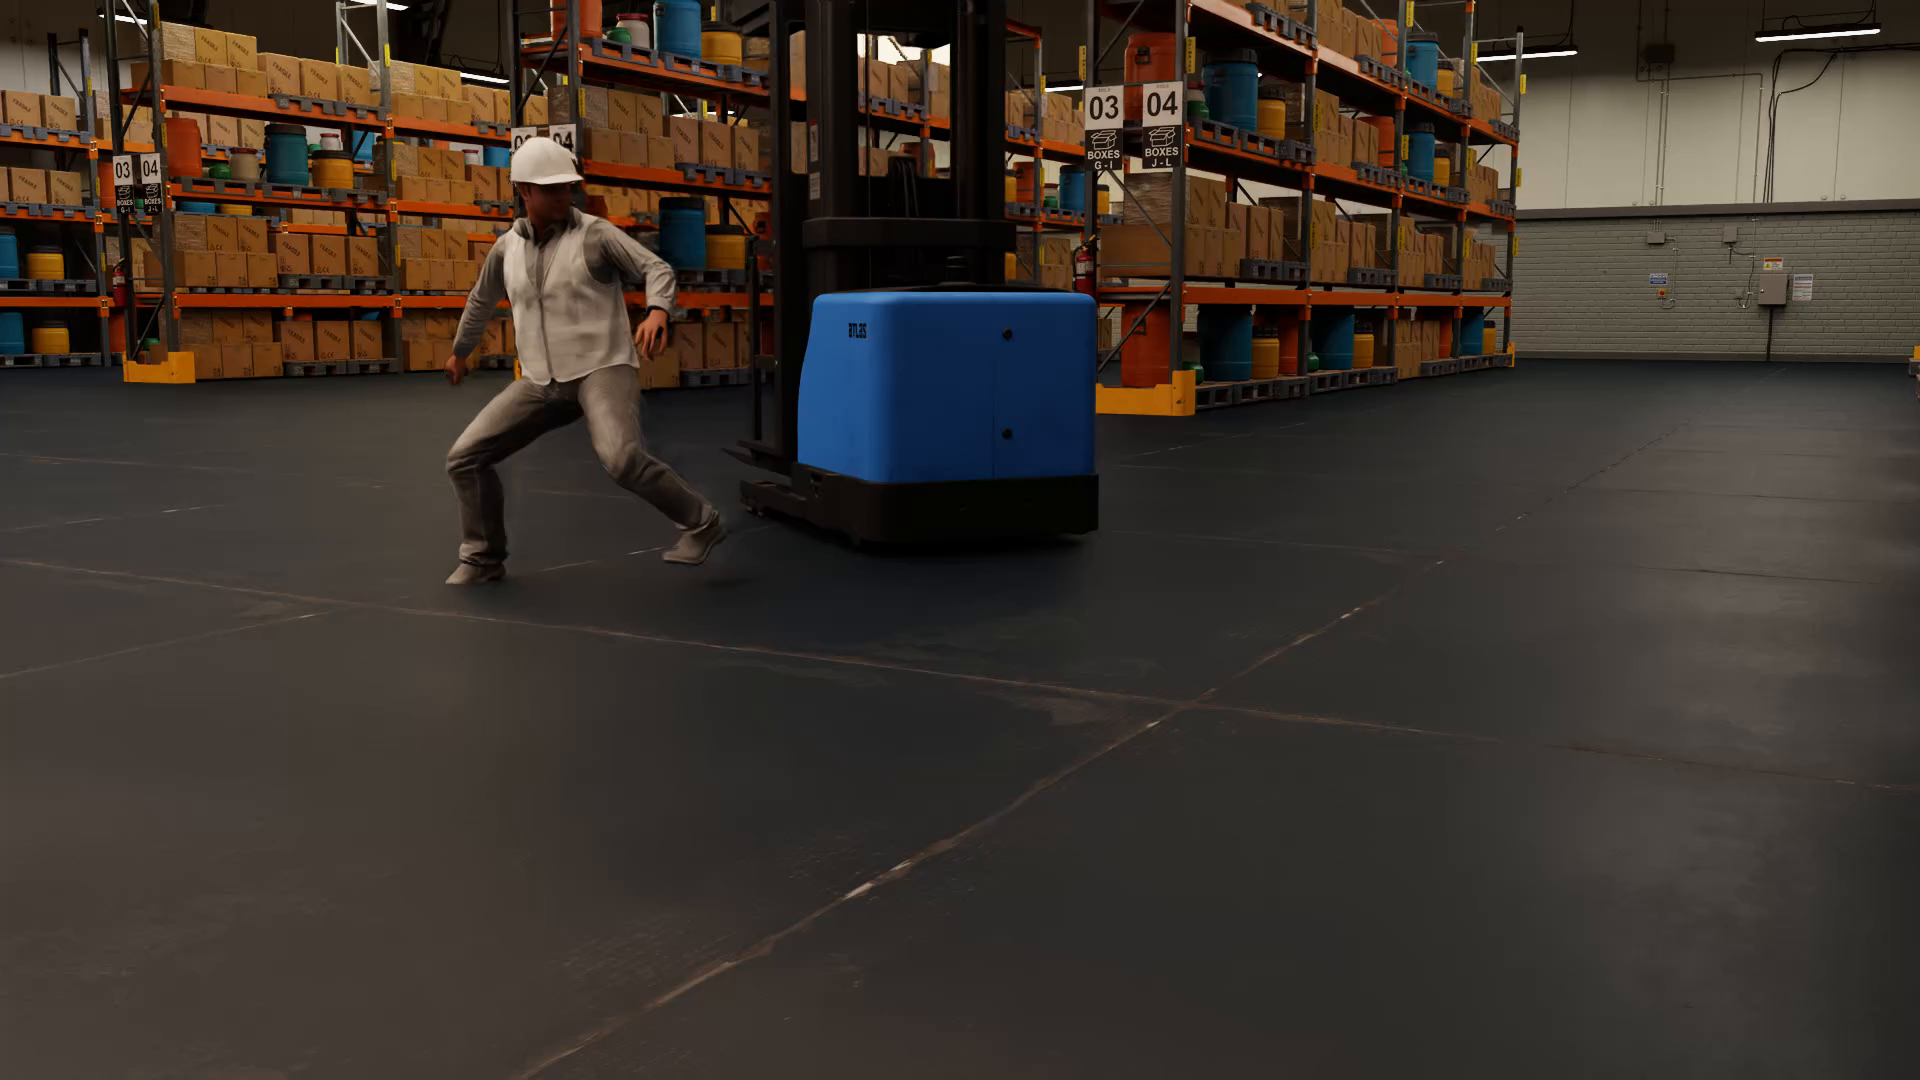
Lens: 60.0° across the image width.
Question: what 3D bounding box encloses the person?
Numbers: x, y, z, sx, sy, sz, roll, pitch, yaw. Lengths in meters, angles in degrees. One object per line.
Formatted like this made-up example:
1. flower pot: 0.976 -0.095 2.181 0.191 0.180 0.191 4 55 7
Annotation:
1. person: -1.488 -0.607 6.084 1.162 1.679 0.526 3 8 22

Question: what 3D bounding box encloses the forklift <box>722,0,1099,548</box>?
1. forklift: -0.451 -1.584 8.072 1.130 2.935 3.031 -3 9 -23
